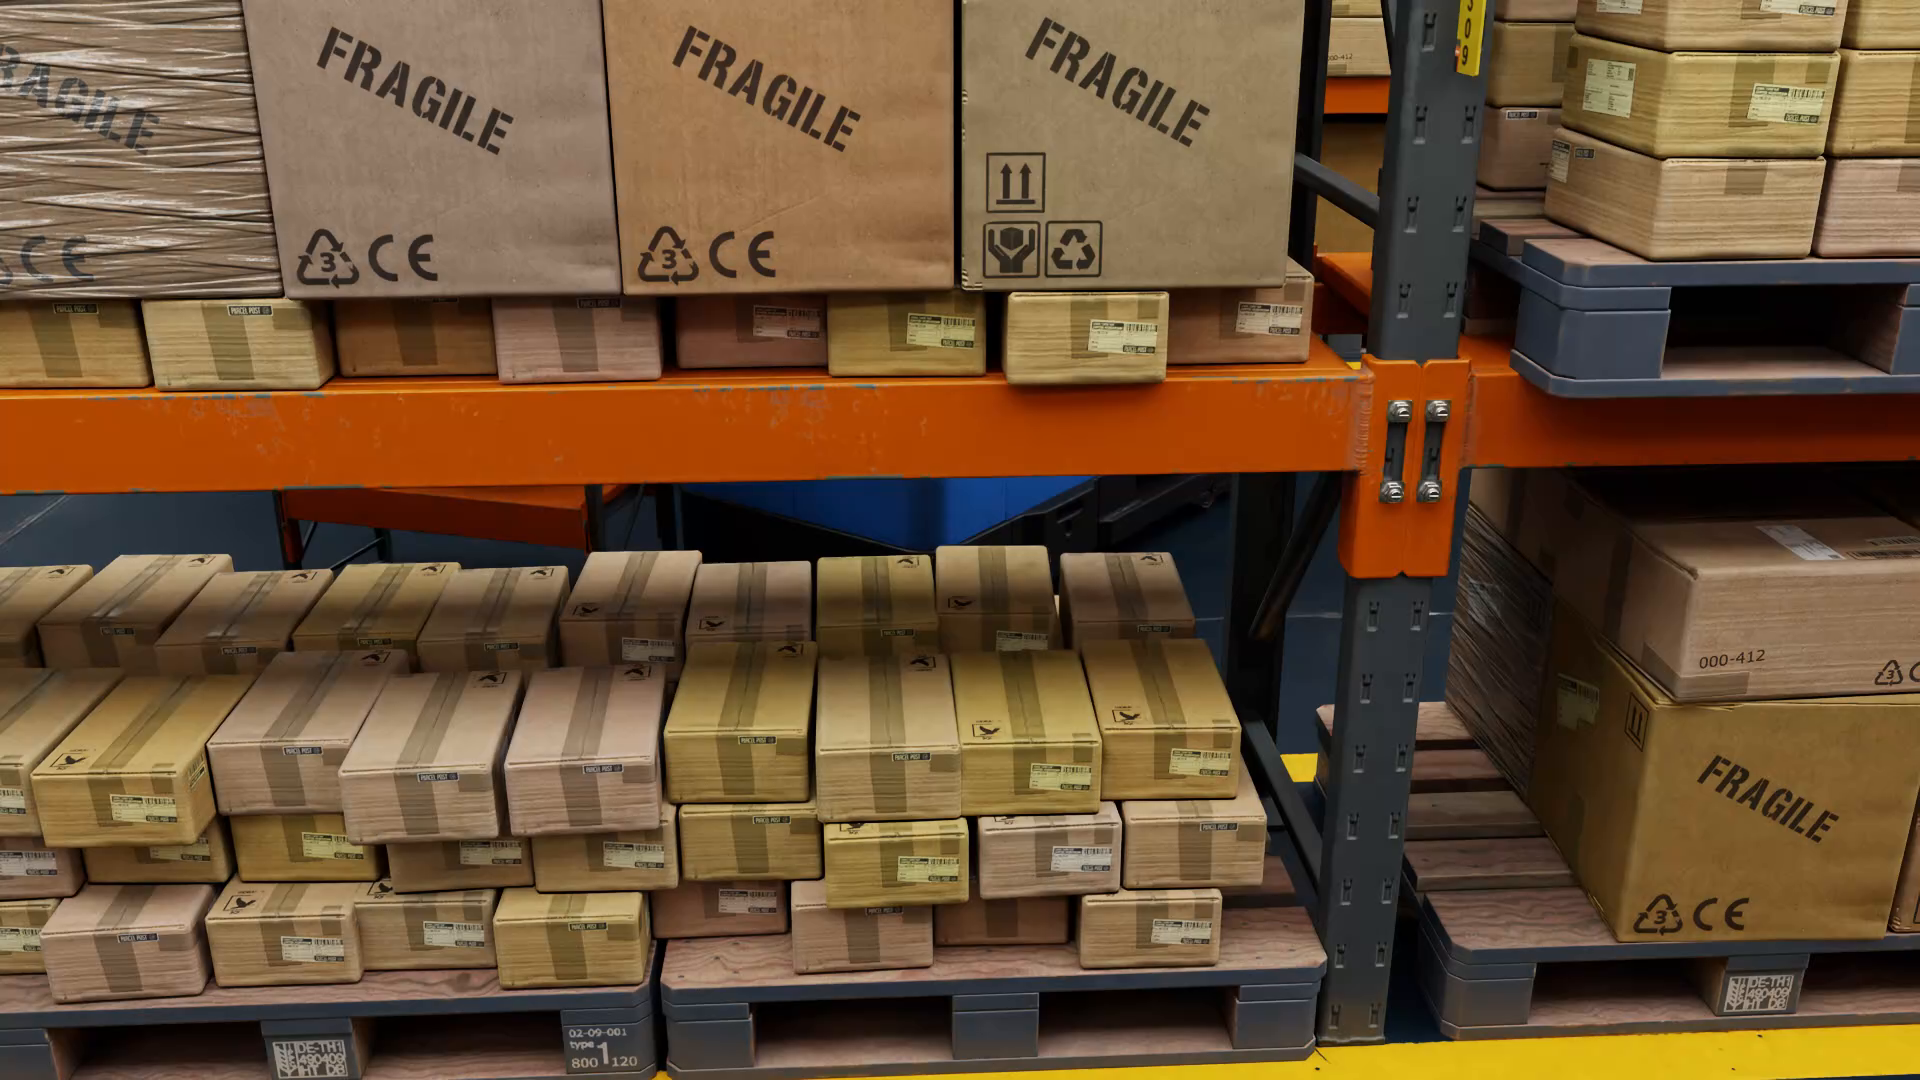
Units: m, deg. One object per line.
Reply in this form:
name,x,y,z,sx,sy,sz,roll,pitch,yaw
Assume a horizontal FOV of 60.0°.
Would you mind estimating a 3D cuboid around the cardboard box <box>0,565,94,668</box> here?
cardboard box,-2.006,0.192,3.481,0.250,0.149,0.380,-2,21,-5

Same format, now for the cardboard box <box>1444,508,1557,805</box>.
cardboard box,1.431,0.239,3.700,0.500,0.500,0.500,-2,21,-4

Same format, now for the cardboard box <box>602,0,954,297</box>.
cardboard box,-0.279,-0.694,2.669,0.500,0.500,0.500,-2,21,-5

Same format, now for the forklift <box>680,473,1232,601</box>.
forklift,0.397,-1.572,5.631,1.130,2.935,3.031,15,25,33

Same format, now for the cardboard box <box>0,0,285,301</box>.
cardboard box,-1.292,-0.682,2.637,0.500,0.500,0.500,-2,21,-4

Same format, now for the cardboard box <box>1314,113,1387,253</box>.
cardboard box,1.839,-1.650,8.135,0.875,0.875,0.875,-1,21,-1

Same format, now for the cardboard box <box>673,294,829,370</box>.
cardboard box,-0.348,-0.413,2.843,0.250,0.149,0.380,-2,21,-5

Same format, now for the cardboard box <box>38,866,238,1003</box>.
cardboard box,-1.477,0.671,3.060,0.250,0.149,0.380,-2,21,-6

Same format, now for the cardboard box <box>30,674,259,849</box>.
cardboard box,-1.432,0.387,2.969,0.250,0.149,0.380,-1,21,-2

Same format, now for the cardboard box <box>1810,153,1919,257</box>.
cardboard box,1.402,-0.560,2.638,0.250,0.149,0.380,-1,21,-2

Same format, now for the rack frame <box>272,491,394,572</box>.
rack frame,-1.938,-0.379,5.037,0.032,1.125,0.500,6,22,14

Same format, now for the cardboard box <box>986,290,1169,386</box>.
cardboard box,0.183,-0.378,2.751,0.250,0.149,0.380,-2,21,-4

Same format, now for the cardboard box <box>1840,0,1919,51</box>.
cardboard box,1.404,-0.838,2.532,0.250,0.149,0.380,-1,21,-2

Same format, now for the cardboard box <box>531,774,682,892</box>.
cardboard box,-0.635,0.492,3.111,0.250,0.149,0.380,-1,21,-2

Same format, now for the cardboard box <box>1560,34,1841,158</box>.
cardboard box,1.126,-0.691,2.565,0.250,0.149,0.380,-1,21,-2

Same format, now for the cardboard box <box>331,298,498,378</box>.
cardboard box,-0.872,-0.395,2.796,0.250,0.149,0.380,-1,21,-4

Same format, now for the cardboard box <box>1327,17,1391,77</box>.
cardboard box,1.806,-2.246,7.514,0.500,0.250,0.500,-1,21,-3

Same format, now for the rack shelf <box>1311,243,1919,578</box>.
rack shelf,2.703,-0.333,3.290,4.000,0.370,1.077,-1,21,-3

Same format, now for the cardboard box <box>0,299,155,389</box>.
cardboard box,-1.391,-0.370,2.729,0.250,0.149,0.380,0,21,-1

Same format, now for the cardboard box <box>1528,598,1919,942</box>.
cardboard box,1.459,0.423,3.218,0.500,0.500,0.500,0,21,-1

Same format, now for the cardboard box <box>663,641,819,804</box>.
cardboard box,-0.399,0.334,3.109,0.250,0.149,0.380,0,21,-1

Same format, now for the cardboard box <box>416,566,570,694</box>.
cardboard box,-0.963,0.195,3.474,0.250,0.149,0.380,-2,21,-5

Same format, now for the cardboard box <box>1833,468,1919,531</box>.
cardboard box,1.991,0.060,3.116,0.500,0.250,0.500,-1,21,-2

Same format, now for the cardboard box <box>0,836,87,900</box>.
cardboard box,-1.712,0.503,3.083,0.250,0.149,0.380,-2,21,-6

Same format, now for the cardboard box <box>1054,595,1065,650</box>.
cardboard box,0.326,0.262,3.715,0.250,0.149,0.380,0,21,-1

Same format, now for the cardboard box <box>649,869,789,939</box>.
cardboard box,-0.460,0.603,3.239,0.250,0.149,0.380,-2,21,-4

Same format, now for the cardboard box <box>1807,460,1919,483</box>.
cardboard box,1.949,-0.118,3.583,0.500,0.250,0.500,0,21,0

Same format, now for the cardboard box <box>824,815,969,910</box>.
cardboard box,-0.126,0.510,3.065,0.250,0.149,0.380,-2,21,-5

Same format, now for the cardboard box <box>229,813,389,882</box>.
cardboard box,-1.173,0.481,3.141,0.250,0.149,0.380,0,21,-1

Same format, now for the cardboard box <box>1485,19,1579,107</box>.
cardboard box,1.092,-0.924,3.178,0.250,0.149,0.380,-1,21,-1

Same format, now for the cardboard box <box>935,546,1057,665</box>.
cardboard box,0.072,0.148,3.598,0.250,0.149,0.380,0,21,0

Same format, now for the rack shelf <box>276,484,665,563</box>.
rack shelf,-1.447,-0.104,4.999,1.000,0.278,0.538,6,22,14

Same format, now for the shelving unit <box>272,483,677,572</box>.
shelving unit,-1.447,-0.332,4.912,1.048,1.125,0.538,6,22,14

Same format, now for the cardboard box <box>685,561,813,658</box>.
cardboard box,-0.437,0.184,3.503,0.250,0.149,0.380,-2,21,-4

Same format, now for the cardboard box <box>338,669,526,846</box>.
cardboard box,-0.932,0.382,2.982,0.250,0.149,0.380,-2,21,-5

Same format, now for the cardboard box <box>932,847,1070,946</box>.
cardboard box,0.070,0.612,3.214,0.250,0.149,0.380,-1,21,-2

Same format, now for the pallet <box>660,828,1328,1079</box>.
pallet,0.038,0.701,3.483,1.213,0.211,1.003,-1,21,-3

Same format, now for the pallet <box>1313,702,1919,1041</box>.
pallet,1.483,0.658,3.595,1.213,0.211,1.003,-1,21,-3

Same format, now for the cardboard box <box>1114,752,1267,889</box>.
cardboard box,0.410,0.488,3.122,0.250,0.149,0.380,-1,21,-2

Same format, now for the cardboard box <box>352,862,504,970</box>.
cardboard box,-0.963,0.639,3.143,0.250,0.149,0.380,-1,21,-2

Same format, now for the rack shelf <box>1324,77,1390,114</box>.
rack shelf,2.319,-2.089,7.904,4.000,0.370,1.077,-1,21,-3

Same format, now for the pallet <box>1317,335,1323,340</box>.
pallet,1.089,-1.124,8.277,1.213,0.211,1.003,-1,21,-3

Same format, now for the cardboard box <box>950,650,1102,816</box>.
cardboard box,0.113,0.349,3.070,0.250,0.149,0.380,-1,21,-2

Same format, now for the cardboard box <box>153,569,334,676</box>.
cardboard box,-1.471,0.201,3.457,0.250,0.149,0.380,-2,21,-5

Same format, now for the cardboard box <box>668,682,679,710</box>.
cardboard box,-0.708,0.319,3.566,0.250,0.149,0.380,0,21,-1
